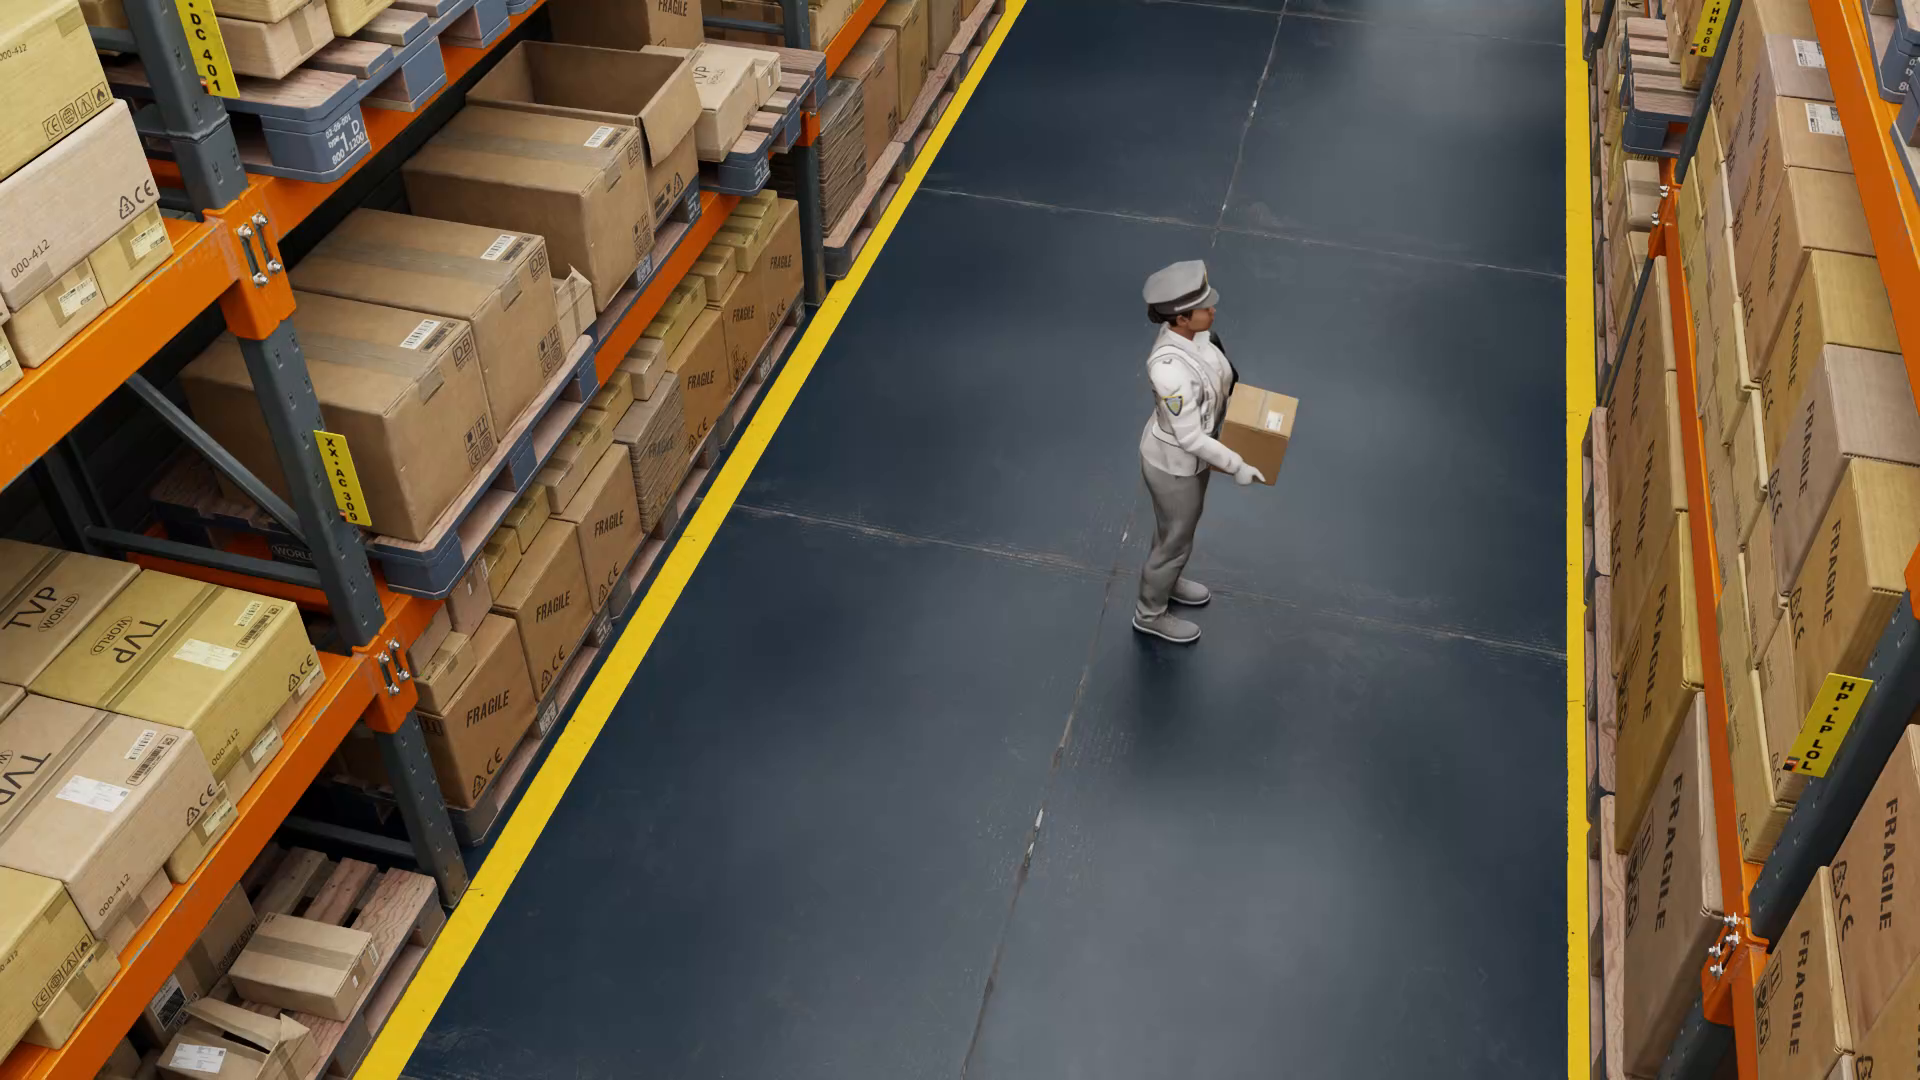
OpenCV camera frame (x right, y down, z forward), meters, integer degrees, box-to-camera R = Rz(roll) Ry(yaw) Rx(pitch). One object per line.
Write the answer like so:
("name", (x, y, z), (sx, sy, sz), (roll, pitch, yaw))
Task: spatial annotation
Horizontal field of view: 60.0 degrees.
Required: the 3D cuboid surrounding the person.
("person", (0.933, -0.317, 6.503), (0.551, 1.686, 0.459), (11, 42, 12))
